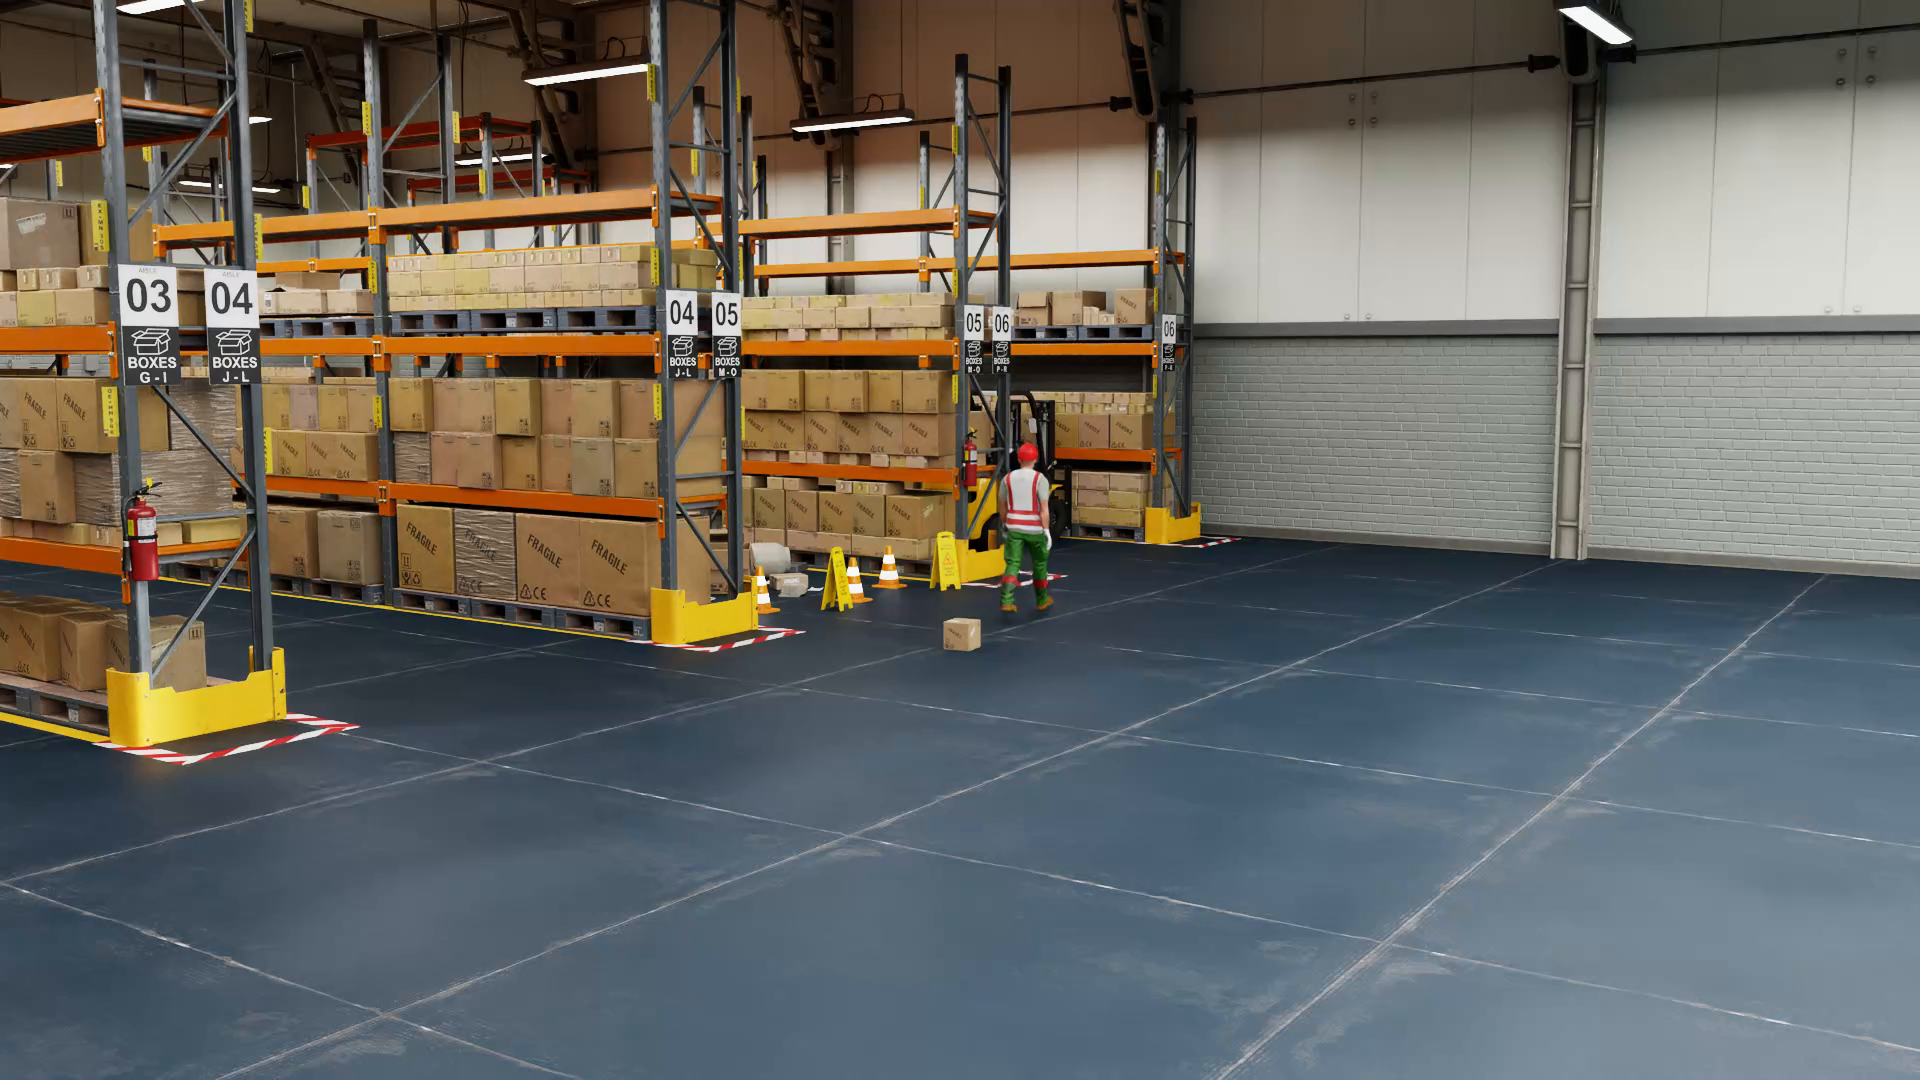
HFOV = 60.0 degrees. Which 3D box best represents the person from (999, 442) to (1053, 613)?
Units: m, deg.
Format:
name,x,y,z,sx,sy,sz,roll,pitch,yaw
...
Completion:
name,x,y,z,sx,sy,sz,roll,pitch,yaw
person,0.670,-0.117,16.752,0.584,1.738,1.099,2,6,14
